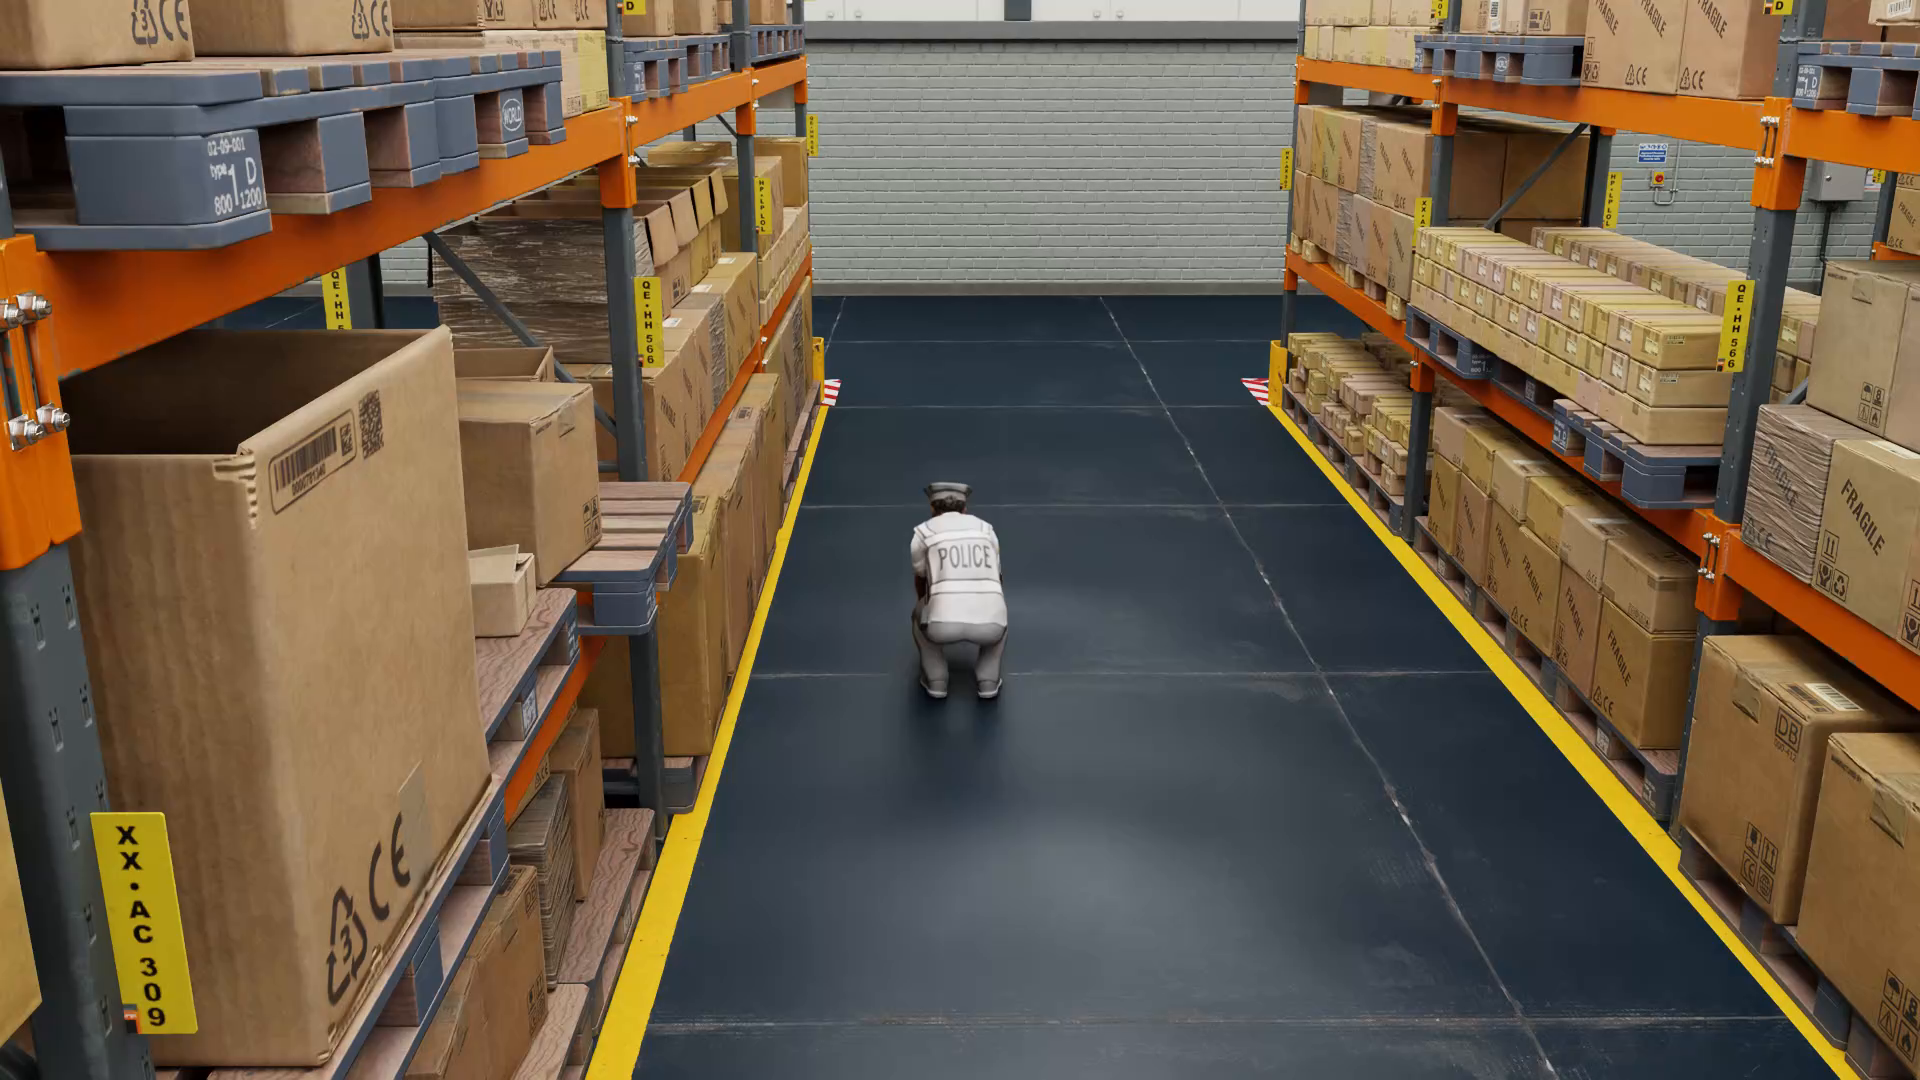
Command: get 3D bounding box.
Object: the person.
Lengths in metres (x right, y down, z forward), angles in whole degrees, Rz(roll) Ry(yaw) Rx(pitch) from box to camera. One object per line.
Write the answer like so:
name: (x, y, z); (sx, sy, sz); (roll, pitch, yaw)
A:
person: (-0.002, 0.225, 8.043); (0.473, 0.957, 0.875); (-1, 17, -2)
